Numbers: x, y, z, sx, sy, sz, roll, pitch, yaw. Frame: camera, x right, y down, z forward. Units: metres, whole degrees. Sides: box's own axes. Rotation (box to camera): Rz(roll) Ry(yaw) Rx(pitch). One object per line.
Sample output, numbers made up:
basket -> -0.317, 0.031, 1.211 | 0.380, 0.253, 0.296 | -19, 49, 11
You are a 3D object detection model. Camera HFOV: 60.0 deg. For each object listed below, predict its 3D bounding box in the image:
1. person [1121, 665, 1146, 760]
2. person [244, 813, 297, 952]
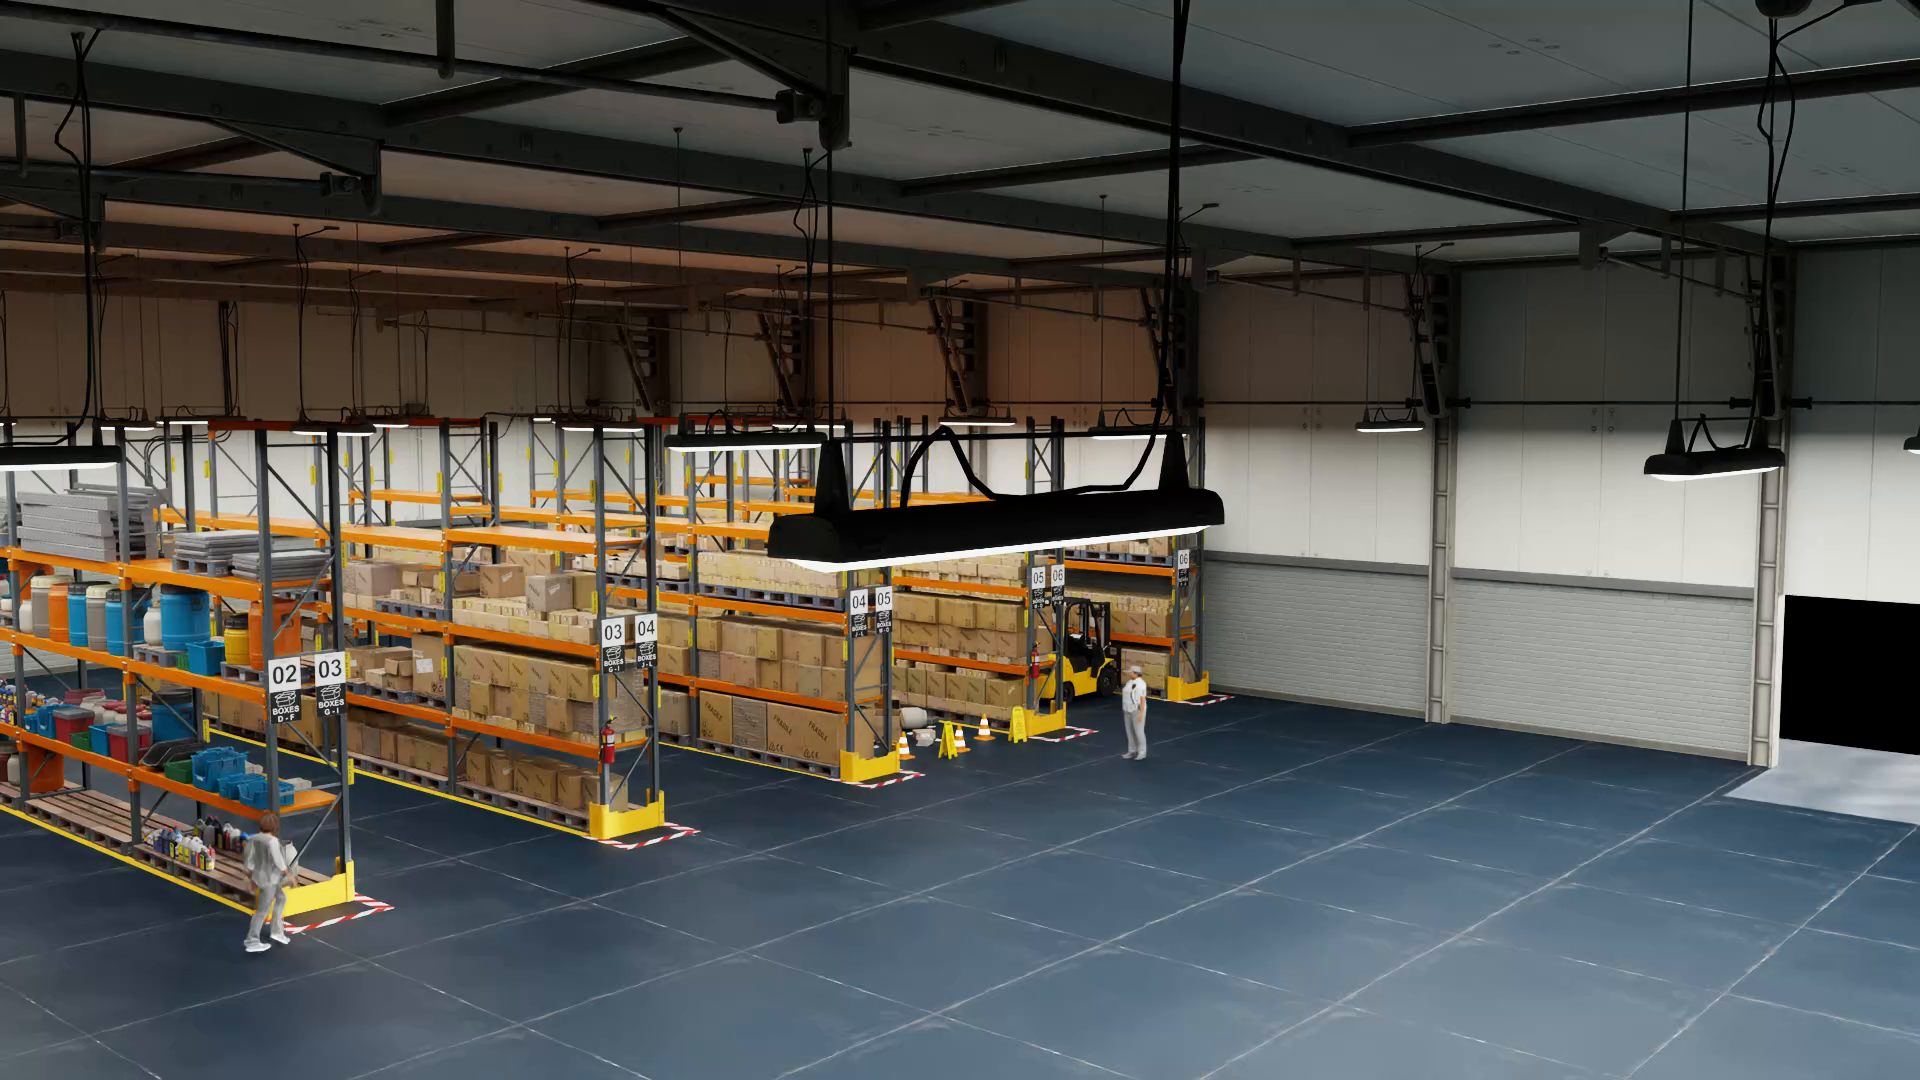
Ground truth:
person -> 3.095, 3.057, 29.513 | 0.420, 1.685, 0.557 | -3, 6, -34
person -> -7.957, 3.947, 19.127 | 0.581, 1.602, 0.420 | -5, 7, -44
